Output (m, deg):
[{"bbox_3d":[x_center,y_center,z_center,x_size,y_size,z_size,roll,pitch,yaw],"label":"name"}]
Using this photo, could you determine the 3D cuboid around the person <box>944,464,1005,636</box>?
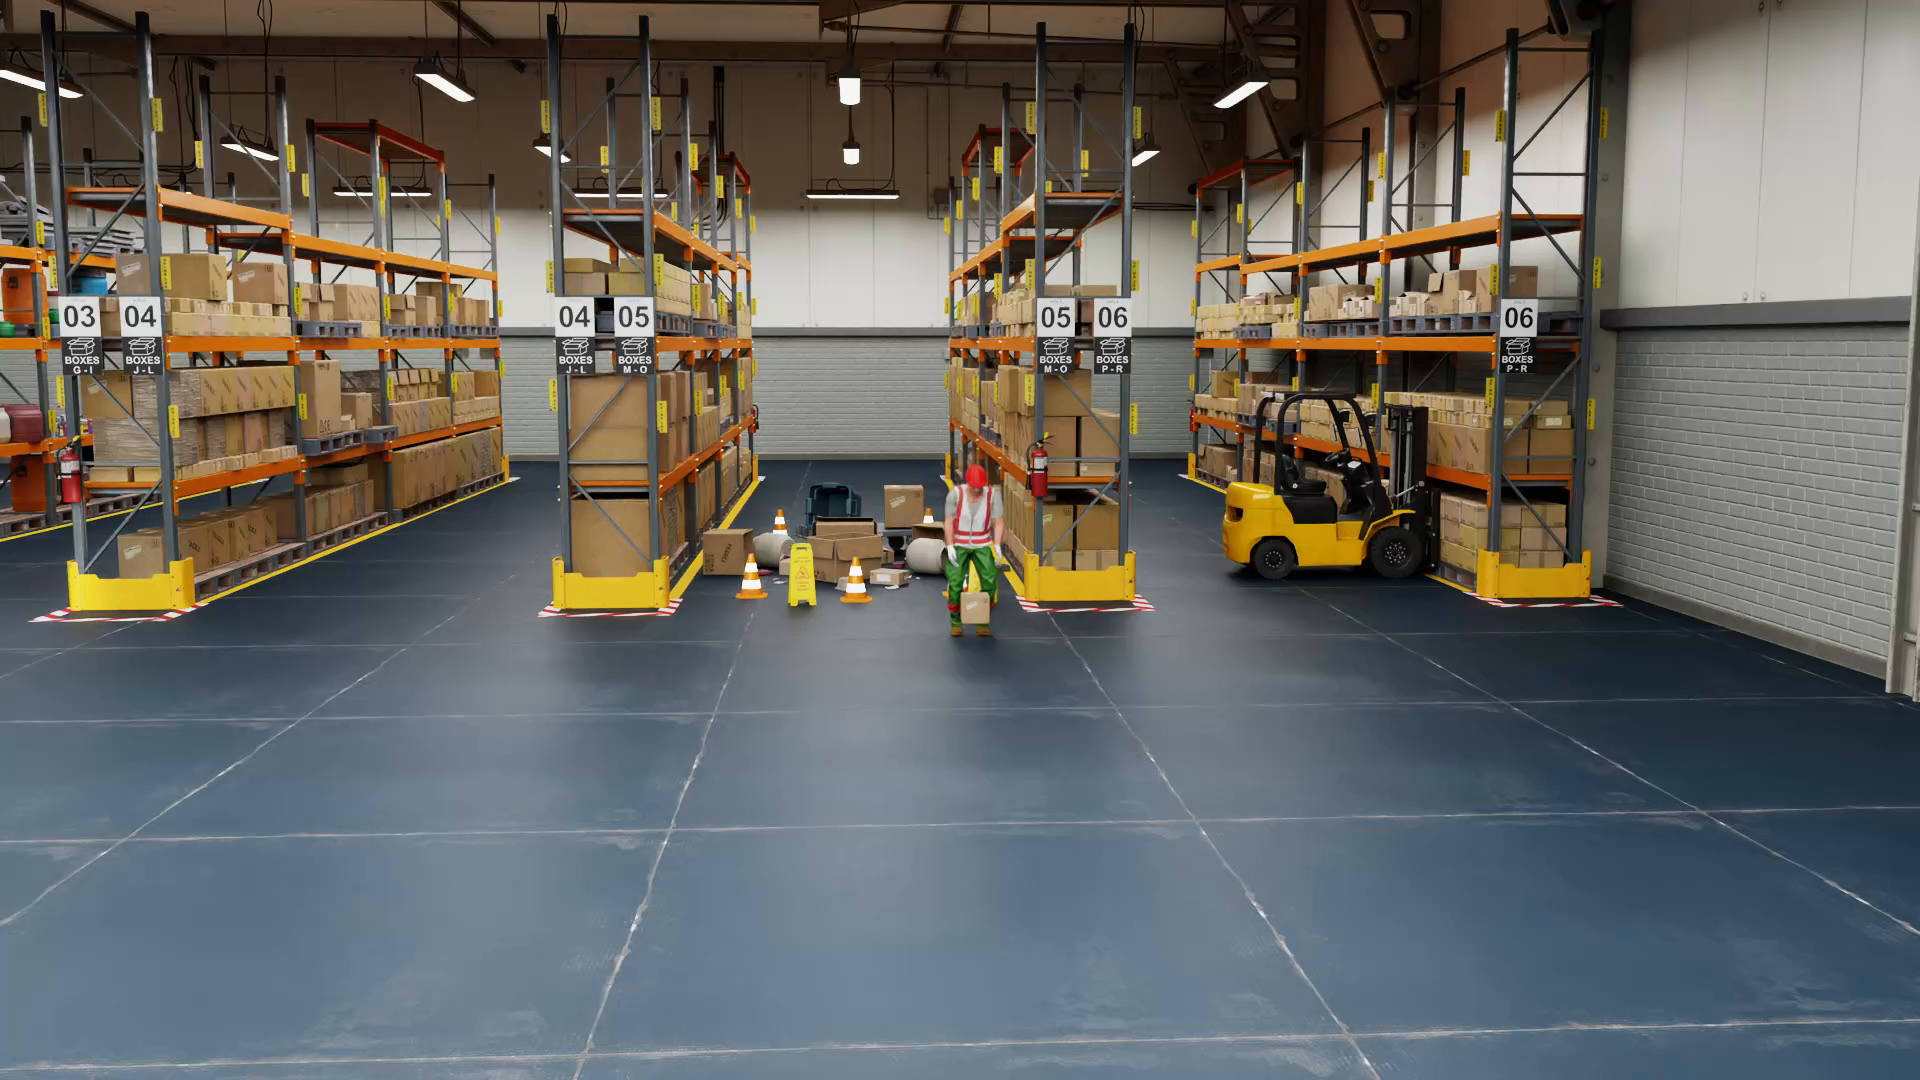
[{"bbox_3d":[0.135,0.088,15.593,0.568,1.627,0.602,0,7,-3],"label":"person"}]
